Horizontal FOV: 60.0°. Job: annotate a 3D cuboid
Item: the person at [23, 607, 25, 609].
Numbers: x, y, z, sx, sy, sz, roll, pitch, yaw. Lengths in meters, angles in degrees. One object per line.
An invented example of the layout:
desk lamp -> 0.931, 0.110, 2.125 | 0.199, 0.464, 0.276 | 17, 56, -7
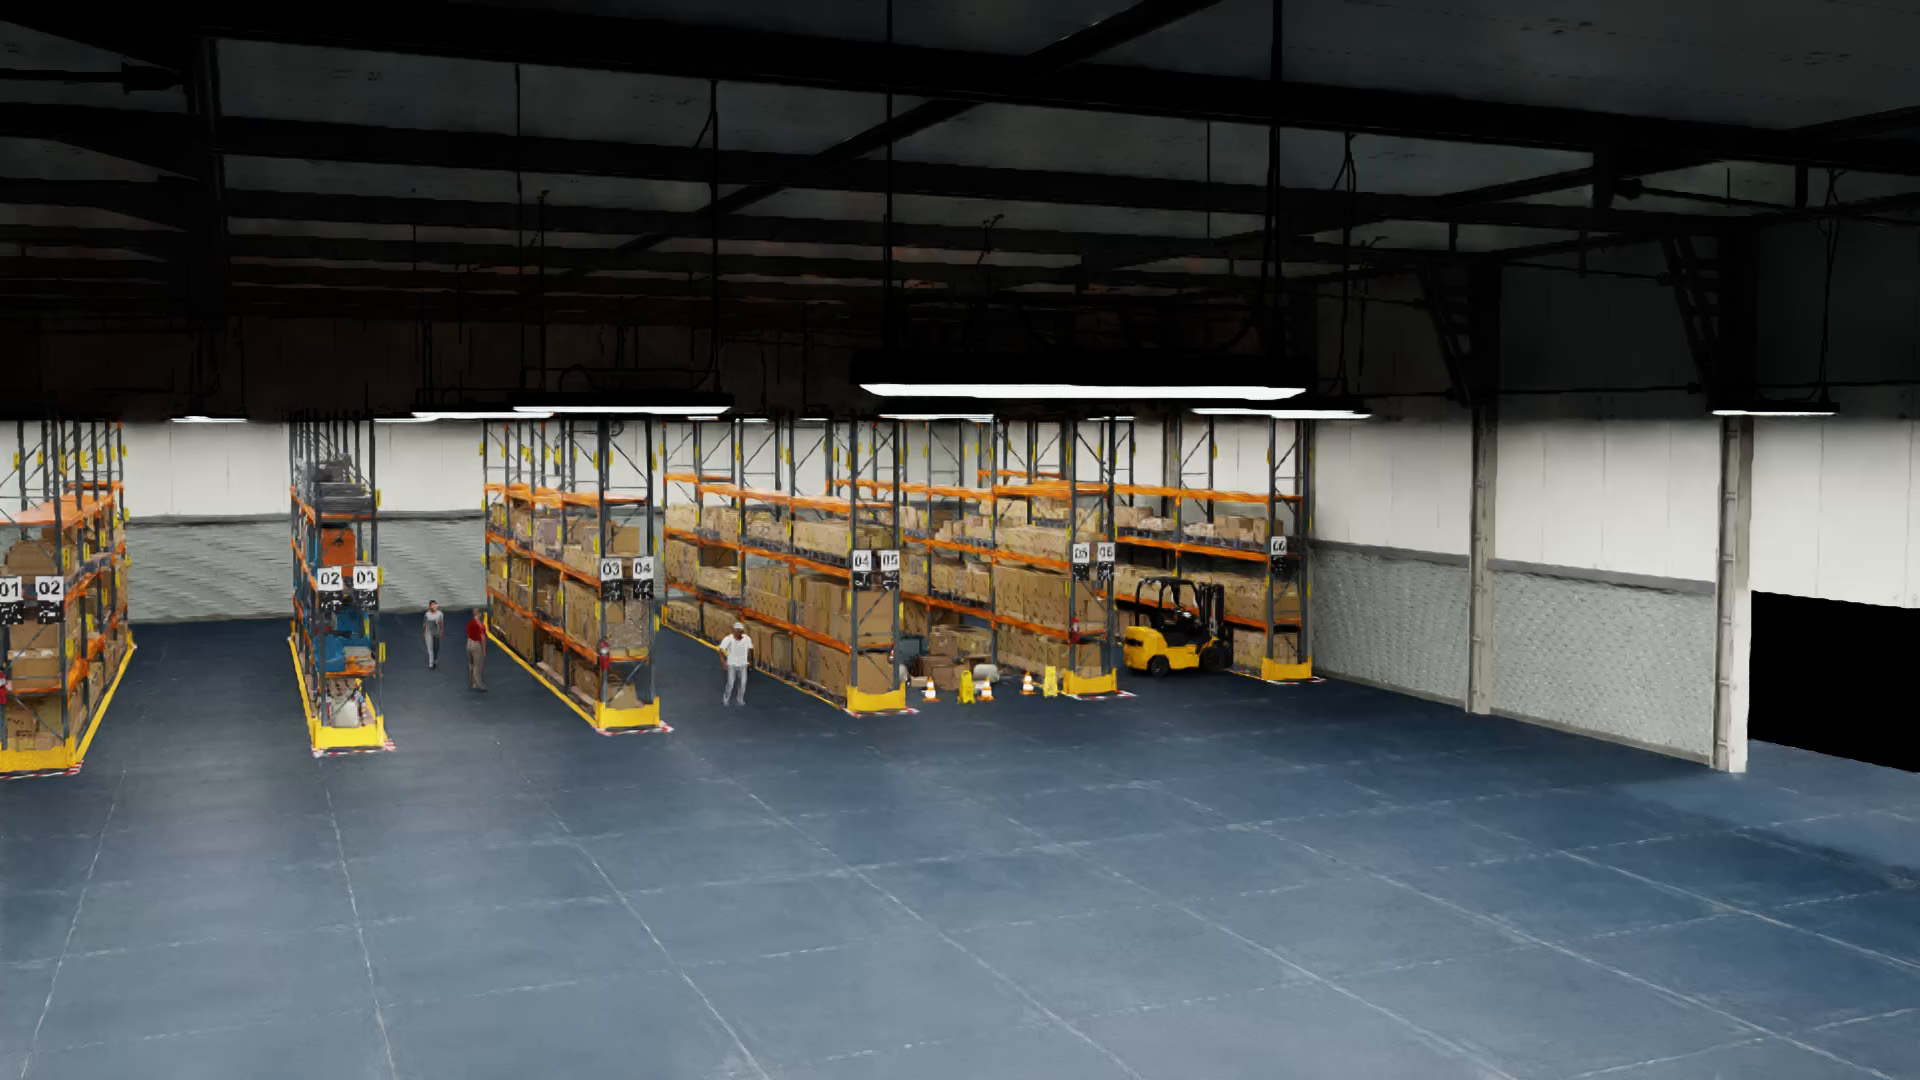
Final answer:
person -> -22.915, 1.990, 40.940 | 0.566, 1.706, 1.122 | -1, 4, -20

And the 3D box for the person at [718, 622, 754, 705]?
person -> -4.532, 2.511, 33.738 | 0.719, 1.714, 0.578 | -2, 4, -24

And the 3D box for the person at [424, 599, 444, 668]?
person -> -12.336, 2.179, 39.014 | 0.445, 1.591, 1.110 | -2, 4, -26

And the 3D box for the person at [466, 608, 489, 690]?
person -> -10.374, 2.334, 35.827 | 0.628, 1.739, 0.474 | 3, 5, 37
